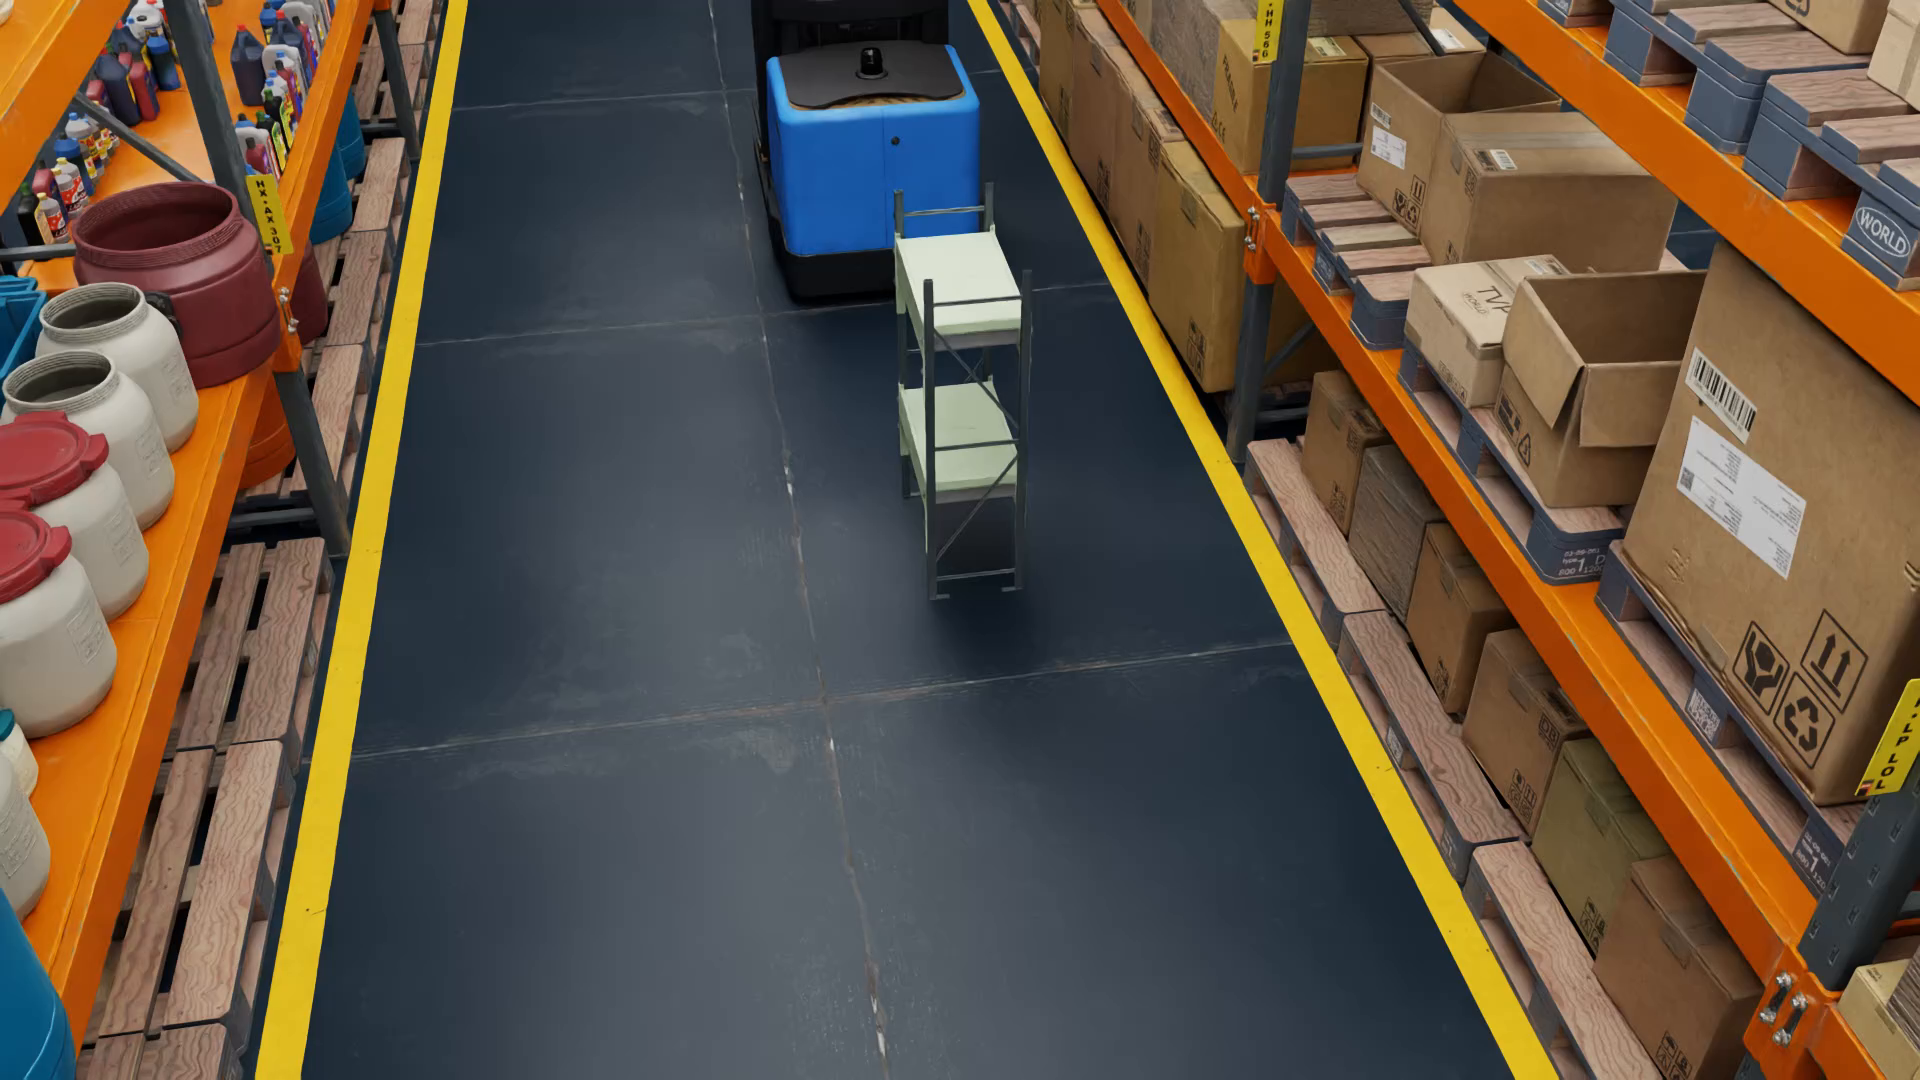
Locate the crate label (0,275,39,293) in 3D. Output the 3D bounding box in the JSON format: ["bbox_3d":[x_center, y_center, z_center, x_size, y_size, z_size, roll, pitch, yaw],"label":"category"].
[{"bbox_3d":[-3.425,-0.730,5.881,0.303,0.233,0.416,-6,38,-8],"label":"crate label"}]

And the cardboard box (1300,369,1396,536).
[{"bbox_3d":[1.883,-0.407,7.008,0.700,0.500,0.500,-8,39,-10],"label":"cardboard box"}]

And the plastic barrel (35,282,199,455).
[{"bbox_3d":[-2.739,-0.536,5.404,0.421,0.512,0.421,0,38,0],"label":"plastic barrel"}]

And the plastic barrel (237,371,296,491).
[{"bbox_3d":[-3.233,-0.693,7.124,0.600,0.830,0.708,-6,38,-8],"label":"plastic barrel"}]

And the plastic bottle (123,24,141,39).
[{"bbox_3d":[-3.912,-2.304,7.876,0.097,0.271,0.097,0,38,0],"label":"plastic bottle"}]

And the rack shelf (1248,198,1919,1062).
[{"bbox_3d":[2.097,-0.131,5.560,1.077,0.370,4.000,-6,38,-8],"label":"rack shelf"}]

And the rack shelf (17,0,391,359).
[{"bbox_3d":[-3.481,-2.015,7.984,1.077,0.370,4.000,-6,38,-8],"label":"rack shelf"}]

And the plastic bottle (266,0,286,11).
[{"bbox_3d":[-3.388,-2.621,8.284,0.097,0.271,0.097,0,38,0],"label":"plastic bottle"}]

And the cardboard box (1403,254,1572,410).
[{"bbox_3d":[1.814,-0.693,5.477,0.500,0.250,0.500,-7,38,-9],"label":"cardboard box"}]

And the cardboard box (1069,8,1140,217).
[{"bbox_3d":[1.334,-2.442,9.338,1.225,0.875,0.875,-7,38,-10],"label":"cardboard box"}]

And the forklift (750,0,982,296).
[{"bbox_3d":[-0.652,-3.349,9.171,1.130,2.935,3.031,-6,38,-8],"label":"forklift"}]

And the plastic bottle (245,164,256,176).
[{"bbox_3d":[-2.881,-1.409,6.723,0.097,0.271,0.097,0,38,0],"label":"plastic bottle"}]

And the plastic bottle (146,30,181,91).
[{"bbox_3d":[-3.753,-2.261,7.820,0.097,0.271,0.097,0,38,0],"label":"plastic bottle"}]

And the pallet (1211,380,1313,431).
[{"bbox_3d":[1.682,-1.006,8.373,1.003,0.211,1.213,-6,38,-8],"label":"pallet"}]

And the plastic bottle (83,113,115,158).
[{"bbox_3d":[-3.766,-1.774,7.251,0.097,0.201,0.097,0,38,0],"label":"plastic bottle"}]

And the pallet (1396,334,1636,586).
[{"bbox_3d":[2.134,-0.356,5.420,1.003,0.211,1.213,-6,38,-8],"label":"pallet"}]

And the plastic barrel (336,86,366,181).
[{"bbox_3d":[-3.753,-2.513,9.408,0.600,0.901,0.708,-6,38,-8],"label":"plastic barrel"}]

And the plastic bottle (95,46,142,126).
[{"bbox_3d":[-3.808,-2.061,7.497,0.144,0.351,0.185,-6,38,-8],"label":"plastic bottle"}]

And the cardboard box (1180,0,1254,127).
[{"bbox_3d":[1.334,-2.236,7.602,0.500,0.500,0.500,-7,38,-8],"label":"cardboard box"}]

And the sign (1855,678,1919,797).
[{"bbox_3d":[1.902,0.397,3.350,0.100,0.325,0.005,-6,38,-8],"label":"sign"}]

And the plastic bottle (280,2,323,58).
[{"bbox_3d":[-3.227,-2.508,8.134,0.152,0.276,0.135,-6,38,-8],"label":"plastic bottle"}]

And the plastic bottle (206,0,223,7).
[{"bbox_3d":[-3.942,-2.911,8.714,0.097,0.201,0.097,0,38,0],"label":"plastic bottle"}]

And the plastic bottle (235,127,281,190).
[{"bbox_3d":[-2.969,-1.617,6.988,0.152,0.276,0.135,-6,38,-8],"label":"plastic bottle"}]

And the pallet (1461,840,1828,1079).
[{"bbox_3d":[2.309,1.424,5.245,1.003,0.211,1.213,-6,38,-8],"label":"pallet"}]

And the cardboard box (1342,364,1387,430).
[{"bbox_3d":[1.893,-0.705,6.780,0.500,0.250,0.500,-5,38,-6],"label":"cardboard box"}]

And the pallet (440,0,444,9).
[{"bbox_3d":[-4.426,-4.319,12.637,1.003,0.211,1.213,-6,38,-8],"label":"pallet"}]

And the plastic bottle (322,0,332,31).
[{"bbox_3d":[-3.292,-2.729,8.419,0.152,0.276,0.135,-6,38,-8],"label":"plastic bottle"}]

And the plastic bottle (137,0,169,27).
[{"bbox_3d":[-3.963,-2.578,8.224,0.152,0.276,0.135,-6,38,-8],"label":"plastic bottle"}]

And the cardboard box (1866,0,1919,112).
[{"bbox_3d":[2.184,-1.062,3.494,0.396,0.266,0.258,-5,38,-6],"label":"cardboard box"}]

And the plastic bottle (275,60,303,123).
[{"bbox_3d":[-3.045,-2.043,7.530,0.061,0.283,0.133,-6,38,-8],"label":"plastic bottle"}]

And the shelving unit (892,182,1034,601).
[{"bbox_3d":[0.001,-0.588,6.785,0.431,1.500,0.755,-6,38,-8],"label":"shelving unit"}]

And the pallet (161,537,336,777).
[{"bbox_3d":[-3.032,0.483,6.457,1.003,0.211,1.213,-6,38,-8],"label":"pallet"}]

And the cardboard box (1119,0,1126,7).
[{"bbox_3d":[1.056,-3.168,8.802,0.500,0.500,0.500,-7,38,-9],"label":"cardboard box"}]

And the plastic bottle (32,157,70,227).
[{"bbox_3d":[-3.661,-1.382,6.679,0.061,0.283,0.133,-6,38,-8],"label":"plastic bottle"}]

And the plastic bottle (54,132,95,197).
[{"bbox_3d":[-3.698,-1.567,6.927,0.097,0.271,0.097,0,38,0],"label":"plastic bottle"}]

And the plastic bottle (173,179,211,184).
[{"bbox_3d":[-3.037,-1.321,6.607,0.152,0.276,0.135,-6,38,-8],"label":"plastic bottle"}]

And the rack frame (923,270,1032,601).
[{"bbox_3d":[0.065,-0.367,6.500,0.400,1.500,0.023,-6,38,-8],"label":"rack frame"}]

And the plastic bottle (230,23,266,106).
[{"bbox_3d":[-3.281,-2.204,7.682,0.144,0.351,0.185,-6,38,-8],"label":"plastic bottle"}]

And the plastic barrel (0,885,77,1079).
[{"bbox_3d":[-2.198,0.862,3.287,0.600,0.901,0.708,-6,38,-8],"label":"plastic barrel"}]

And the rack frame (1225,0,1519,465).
[{"bbox_3d":[1.746,-1.623,6.895,1.000,3.000,0.127,-6,38,-8],"label":"rack frame"}]

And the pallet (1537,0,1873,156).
[{"bbox_3d":[2.259,-1.328,4.223,1.213,0.211,1.003,-6,38,-8],"label":"pallet"}]

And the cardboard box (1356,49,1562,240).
[{"bbox_3d":[1.880,-1.507,6.321,0.500,0.500,0.500,-11,39,-14],"label":"cardboard box"}]

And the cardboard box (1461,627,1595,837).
[{"bbox_3d":[2.197,0.605,5.705,0.700,0.500,0.500,-9,39,-12],"label":"cardboard box"}]

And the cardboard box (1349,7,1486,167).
[{"bbox_3d":[1.929,-1.986,7.279,0.500,0.500,0.500,-5,38,-7],"label":"cardboard box"}]

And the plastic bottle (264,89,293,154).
[{"bbox_3d":[-2.988,-1.845,7.275,0.061,0.283,0.133,-6,38,-8],"label":"plastic bottle"}]

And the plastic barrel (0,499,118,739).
[{"bbox_3d":[-2.509,0.227,4.402,0.433,0.535,0.433,0,38,0],"label":"plastic barrel"}]

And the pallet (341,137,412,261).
[{"bbox_3d":[-3.737,-1.935,9.568,1.003,0.211,1.213,-6,38,-8],"label":"pallet"}]

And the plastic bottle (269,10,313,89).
[{"bbox_3d":[-3.155,-2.302,7.808,0.144,0.351,0.185,-6,38,-8],"label":"plastic bottle"}]
